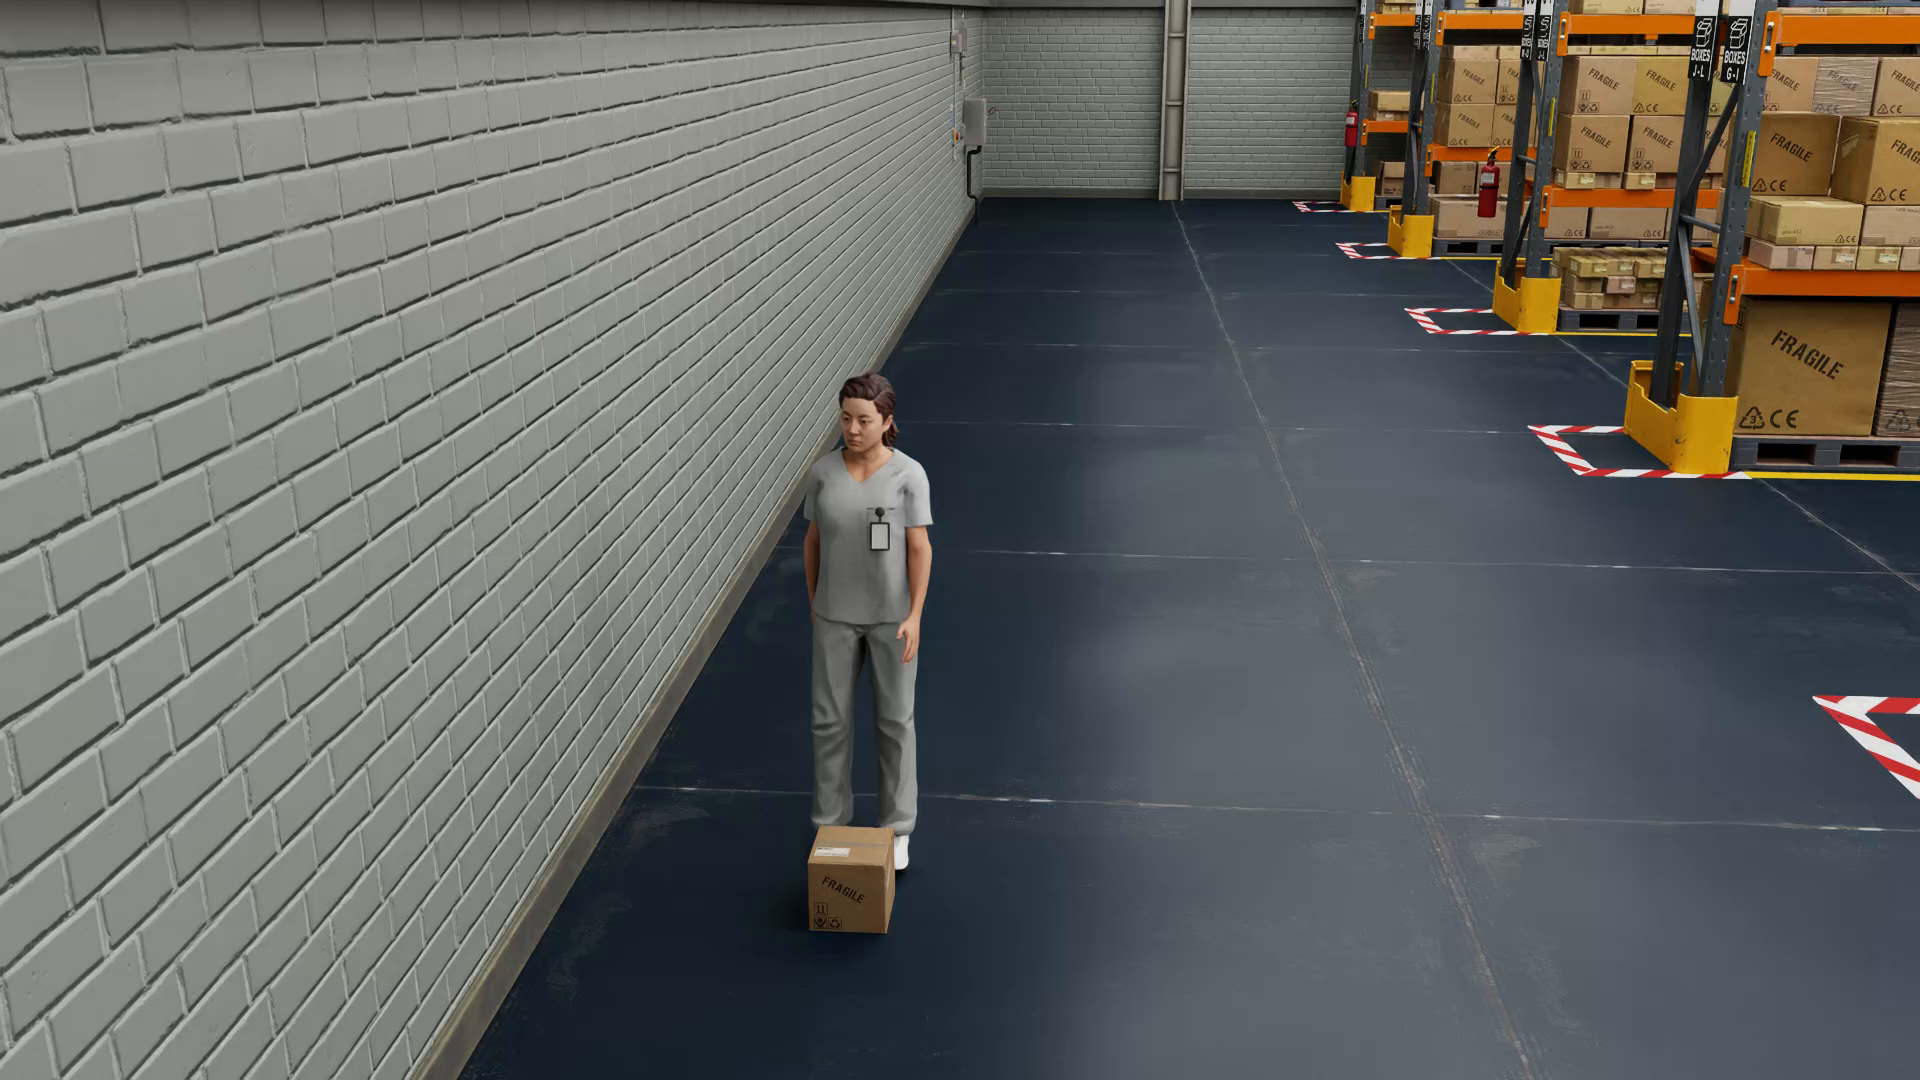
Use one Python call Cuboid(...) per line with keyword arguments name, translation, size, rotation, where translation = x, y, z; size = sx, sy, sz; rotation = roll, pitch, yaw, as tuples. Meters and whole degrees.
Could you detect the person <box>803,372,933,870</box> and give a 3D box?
Cuboid(name="person", translation=(-0.319, 0.282, 5.625), size=(0.455, 1.692, 0.478), rotation=(2, 18, 7))
